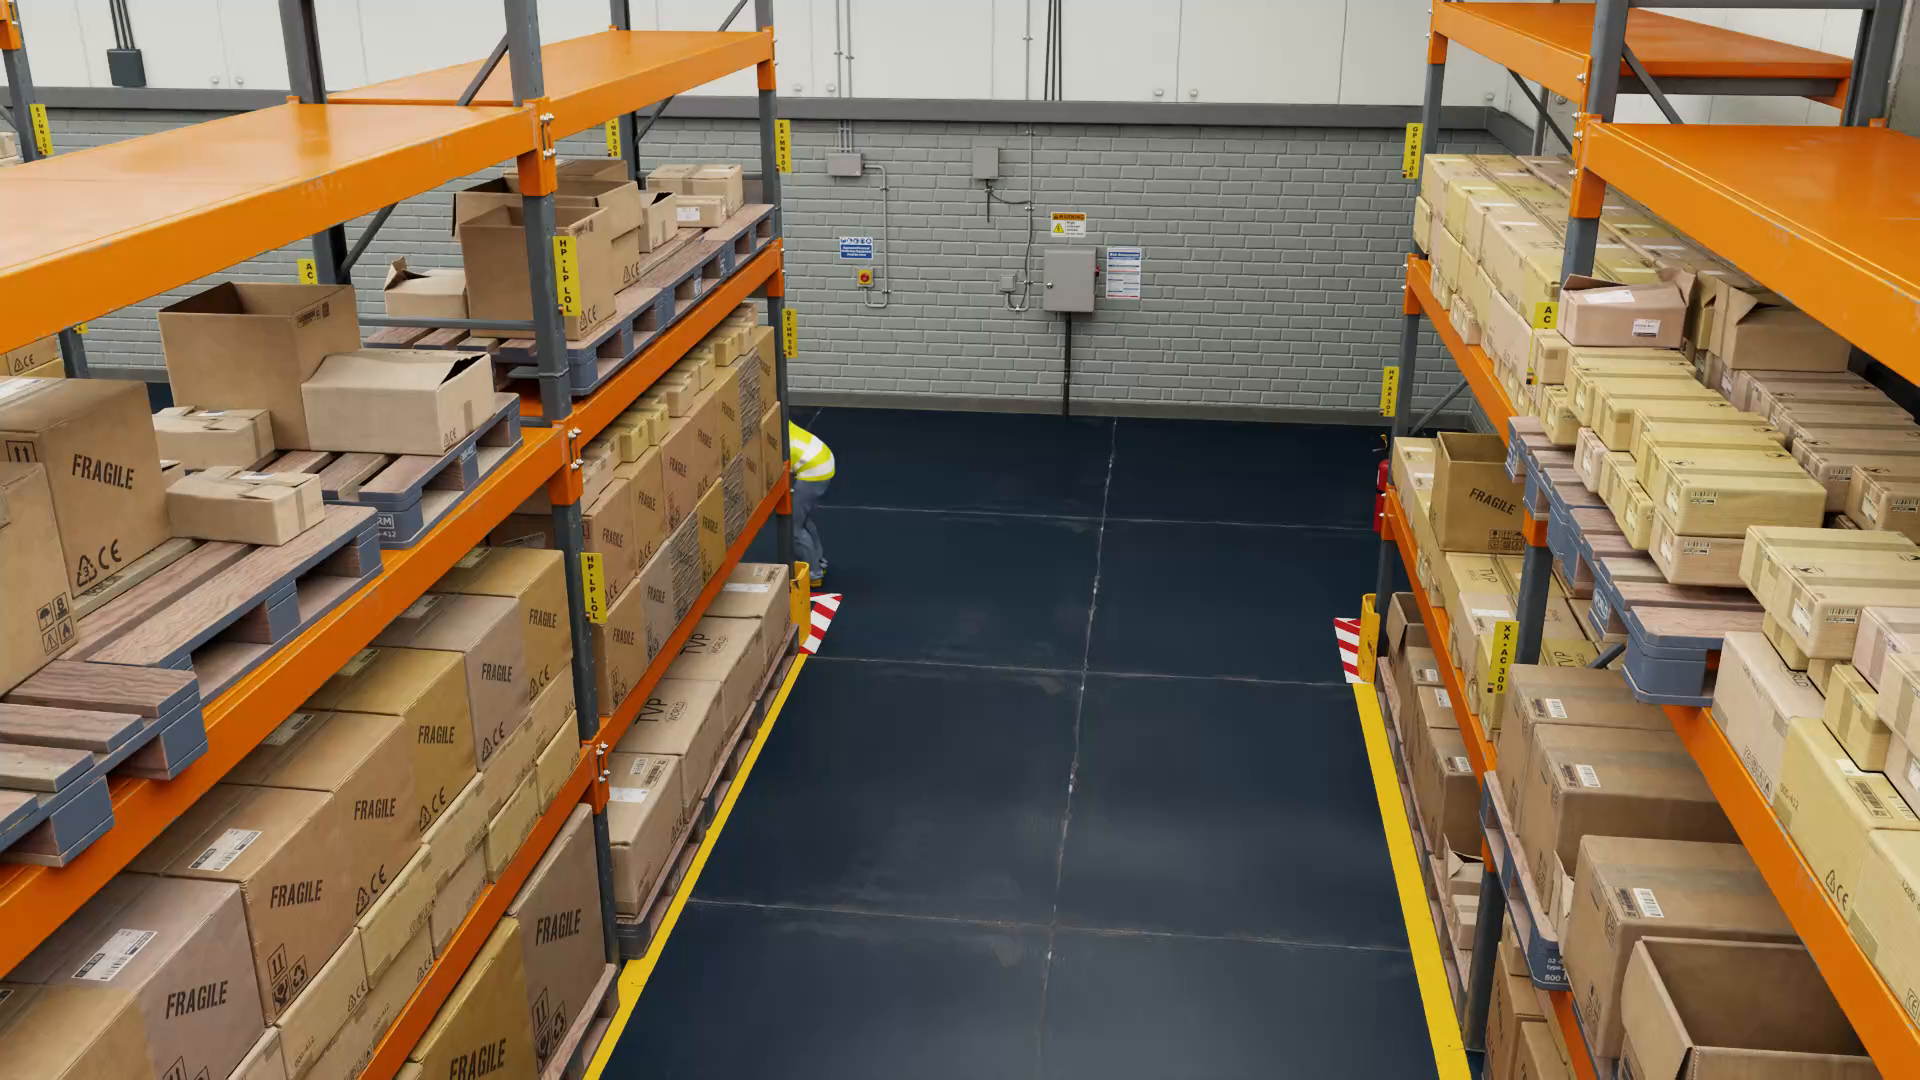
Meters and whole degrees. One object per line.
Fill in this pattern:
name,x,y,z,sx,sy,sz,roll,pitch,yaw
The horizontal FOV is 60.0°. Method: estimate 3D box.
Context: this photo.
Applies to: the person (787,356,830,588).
person,-1.247,-0.514,12.389,0.563,1.762,0.505,0,21,1
